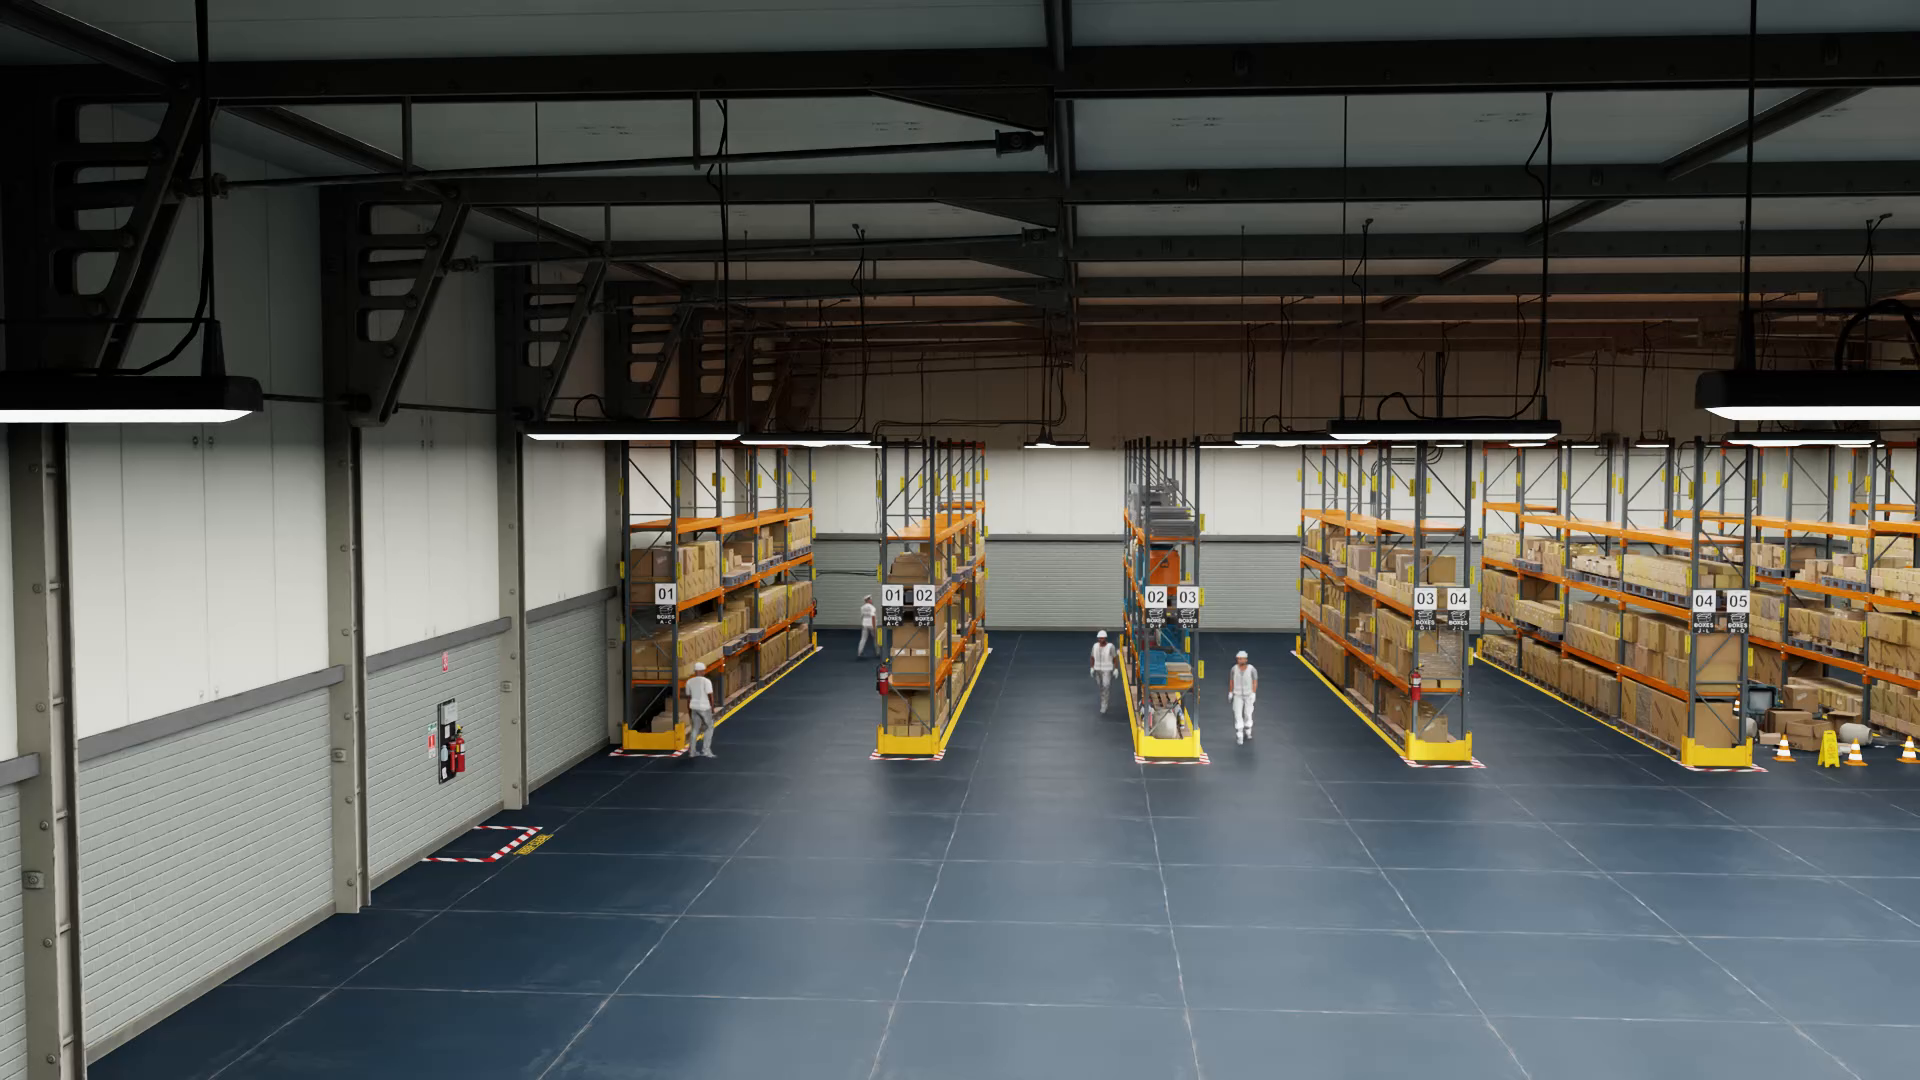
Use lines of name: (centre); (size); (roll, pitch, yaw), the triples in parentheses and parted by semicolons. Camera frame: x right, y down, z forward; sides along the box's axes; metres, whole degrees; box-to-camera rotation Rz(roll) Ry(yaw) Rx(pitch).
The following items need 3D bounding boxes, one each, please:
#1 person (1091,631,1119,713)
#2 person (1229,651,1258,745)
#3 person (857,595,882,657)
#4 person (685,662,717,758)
person: (3.115, 2.866, 36.524); (0.596, 1.743, 0.876); (2, 4, 33)
person: (5.558, 3.082, 32.733); (0.585, 1.789, 0.817); (1, 3, 17)
person: (-2.508, 2.371, 46.101); (0.523, 1.719, 1.030); (1, 3, 25)
person: (-4.878, 3.194, 31.036); (0.609, 1.804, 0.496); (2, 4, 30)
